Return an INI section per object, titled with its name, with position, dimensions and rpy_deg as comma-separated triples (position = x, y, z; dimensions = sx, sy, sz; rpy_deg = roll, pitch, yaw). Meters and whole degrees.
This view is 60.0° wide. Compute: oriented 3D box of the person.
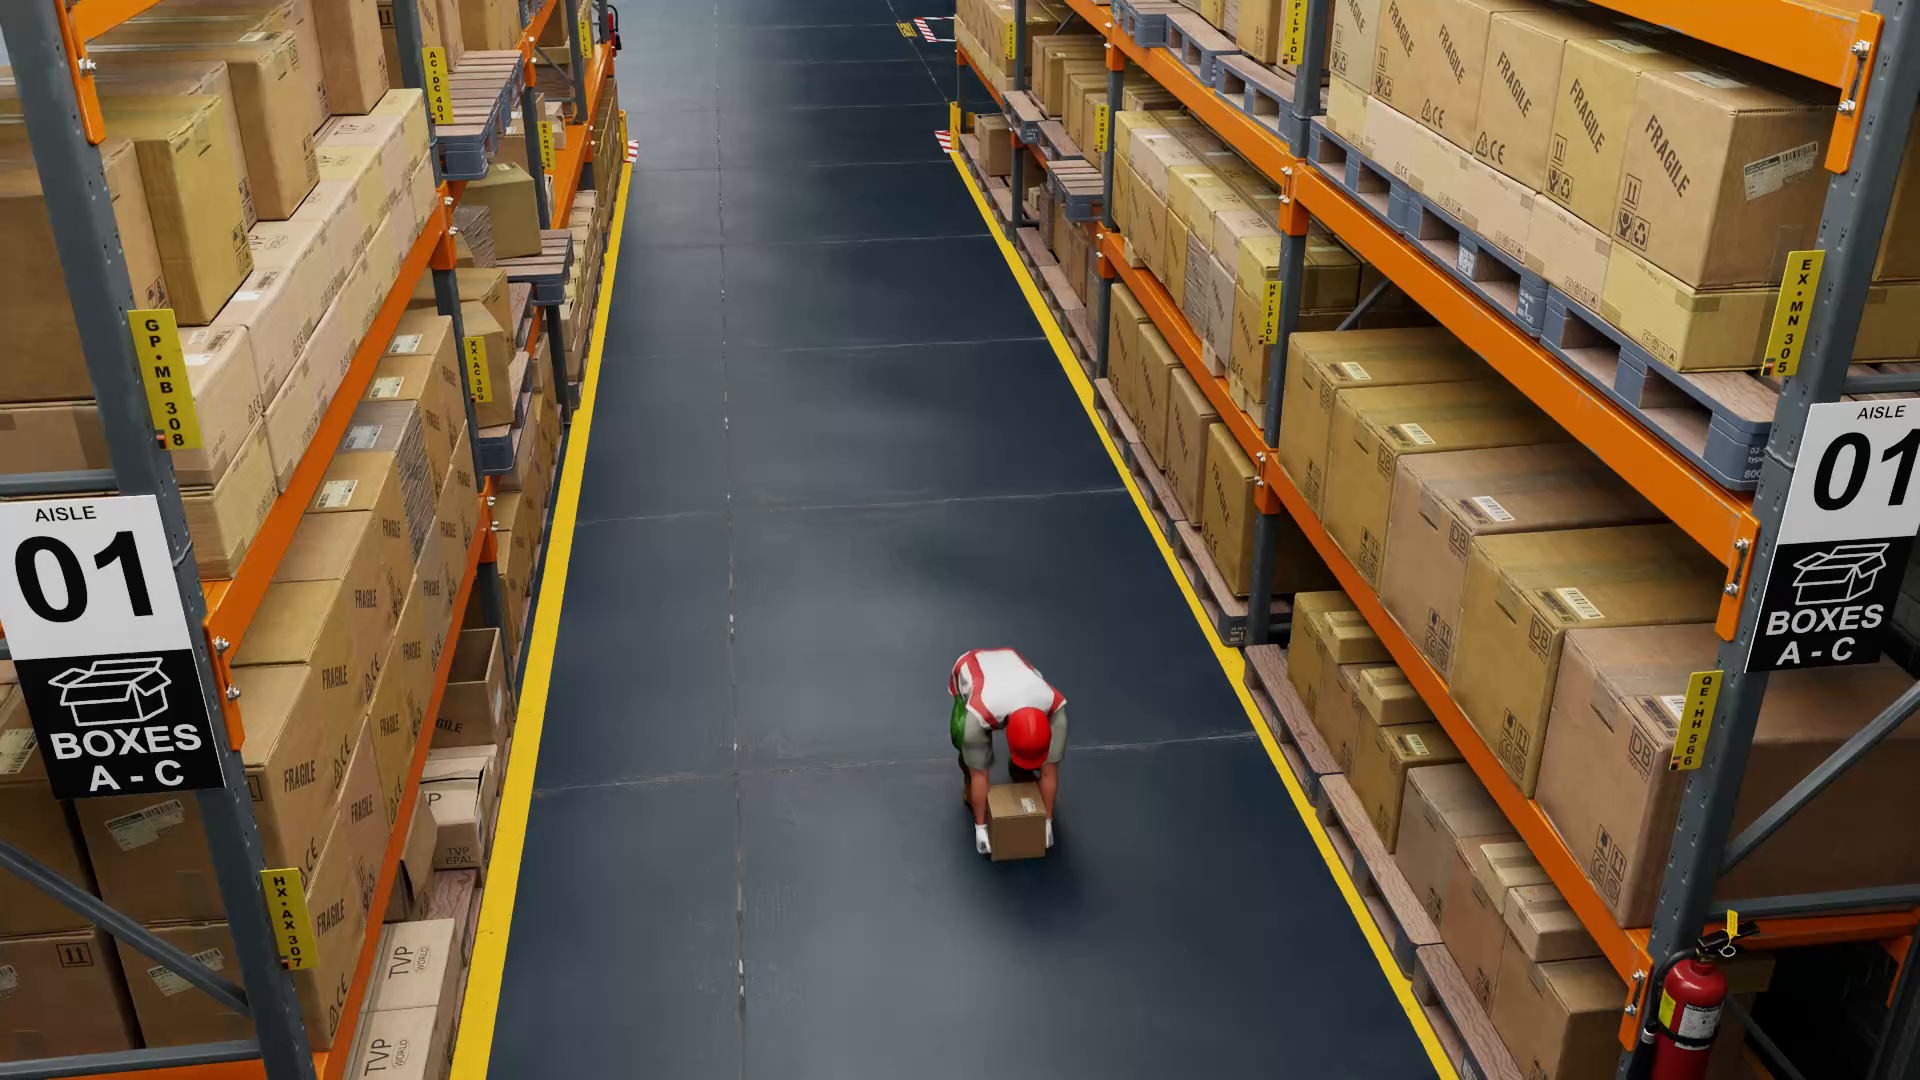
[person]
position = 0.220, 0.956, 7.871
dimensions = 0.521, 0.796, 0.950
rpy_deg = -4, 27, -8
